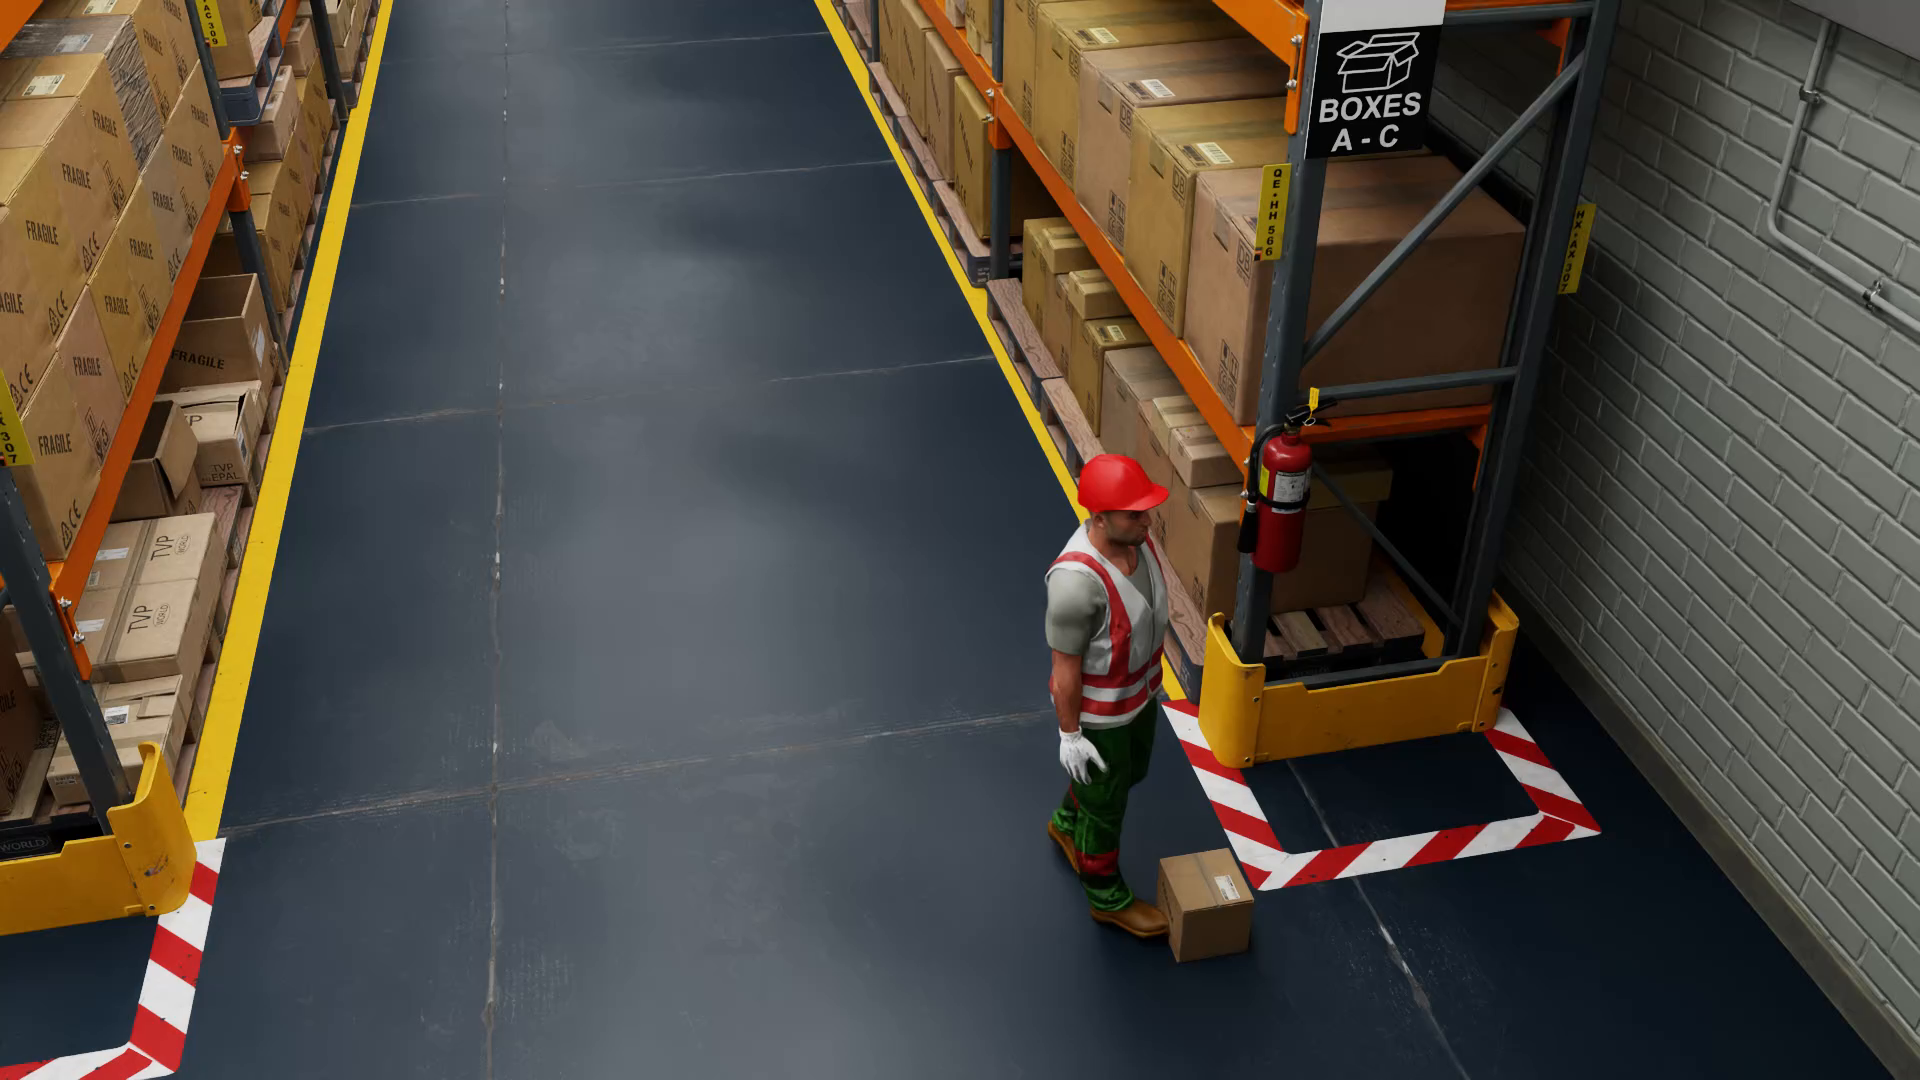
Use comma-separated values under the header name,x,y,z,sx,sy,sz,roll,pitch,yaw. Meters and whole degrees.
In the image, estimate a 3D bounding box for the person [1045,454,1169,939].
name,x,y,z,sx,sy,sz,roll,pitch,yaw
person,0.488,0.522,5.342,0.600,1.799,0.564,20,39,26
